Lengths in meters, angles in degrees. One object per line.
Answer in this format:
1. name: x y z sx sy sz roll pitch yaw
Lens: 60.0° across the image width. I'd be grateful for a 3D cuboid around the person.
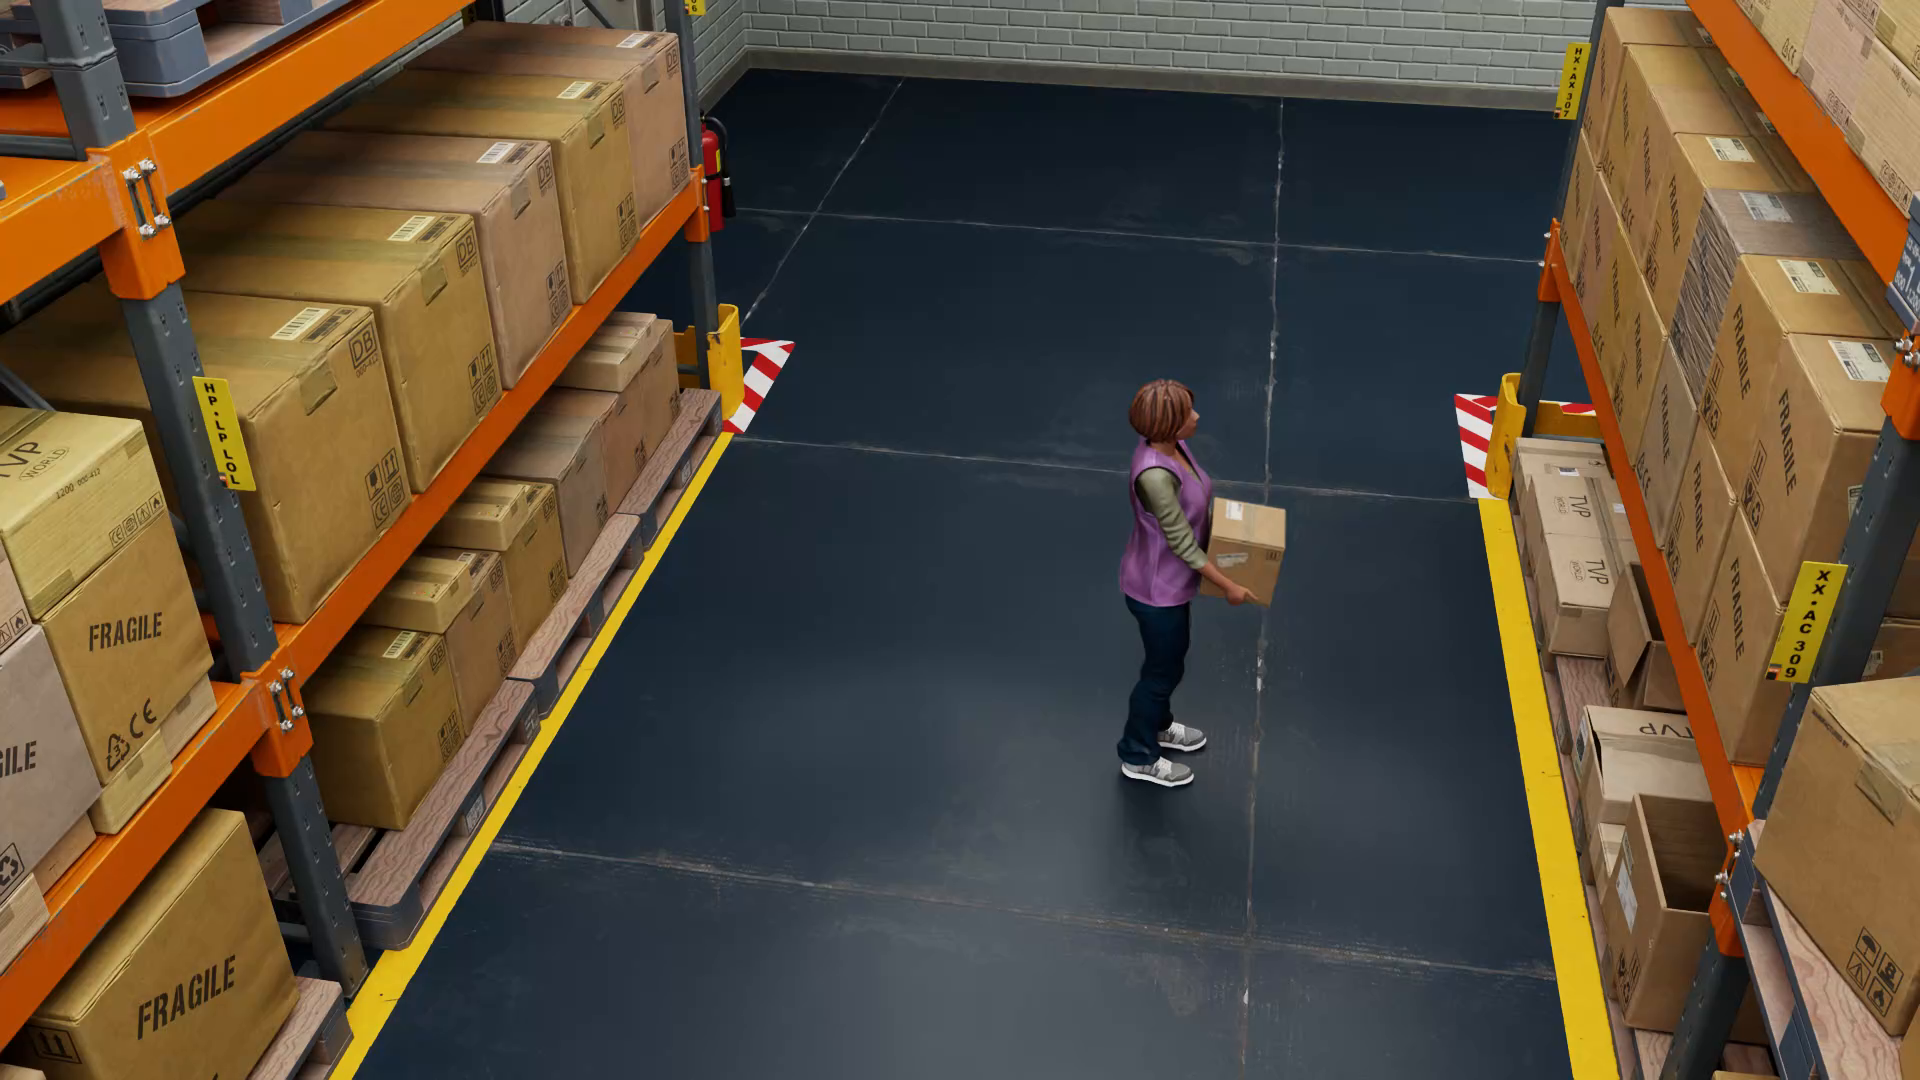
1. person: 0.806 0.161 5.899 0.488 1.593 0.412 5 33 8
